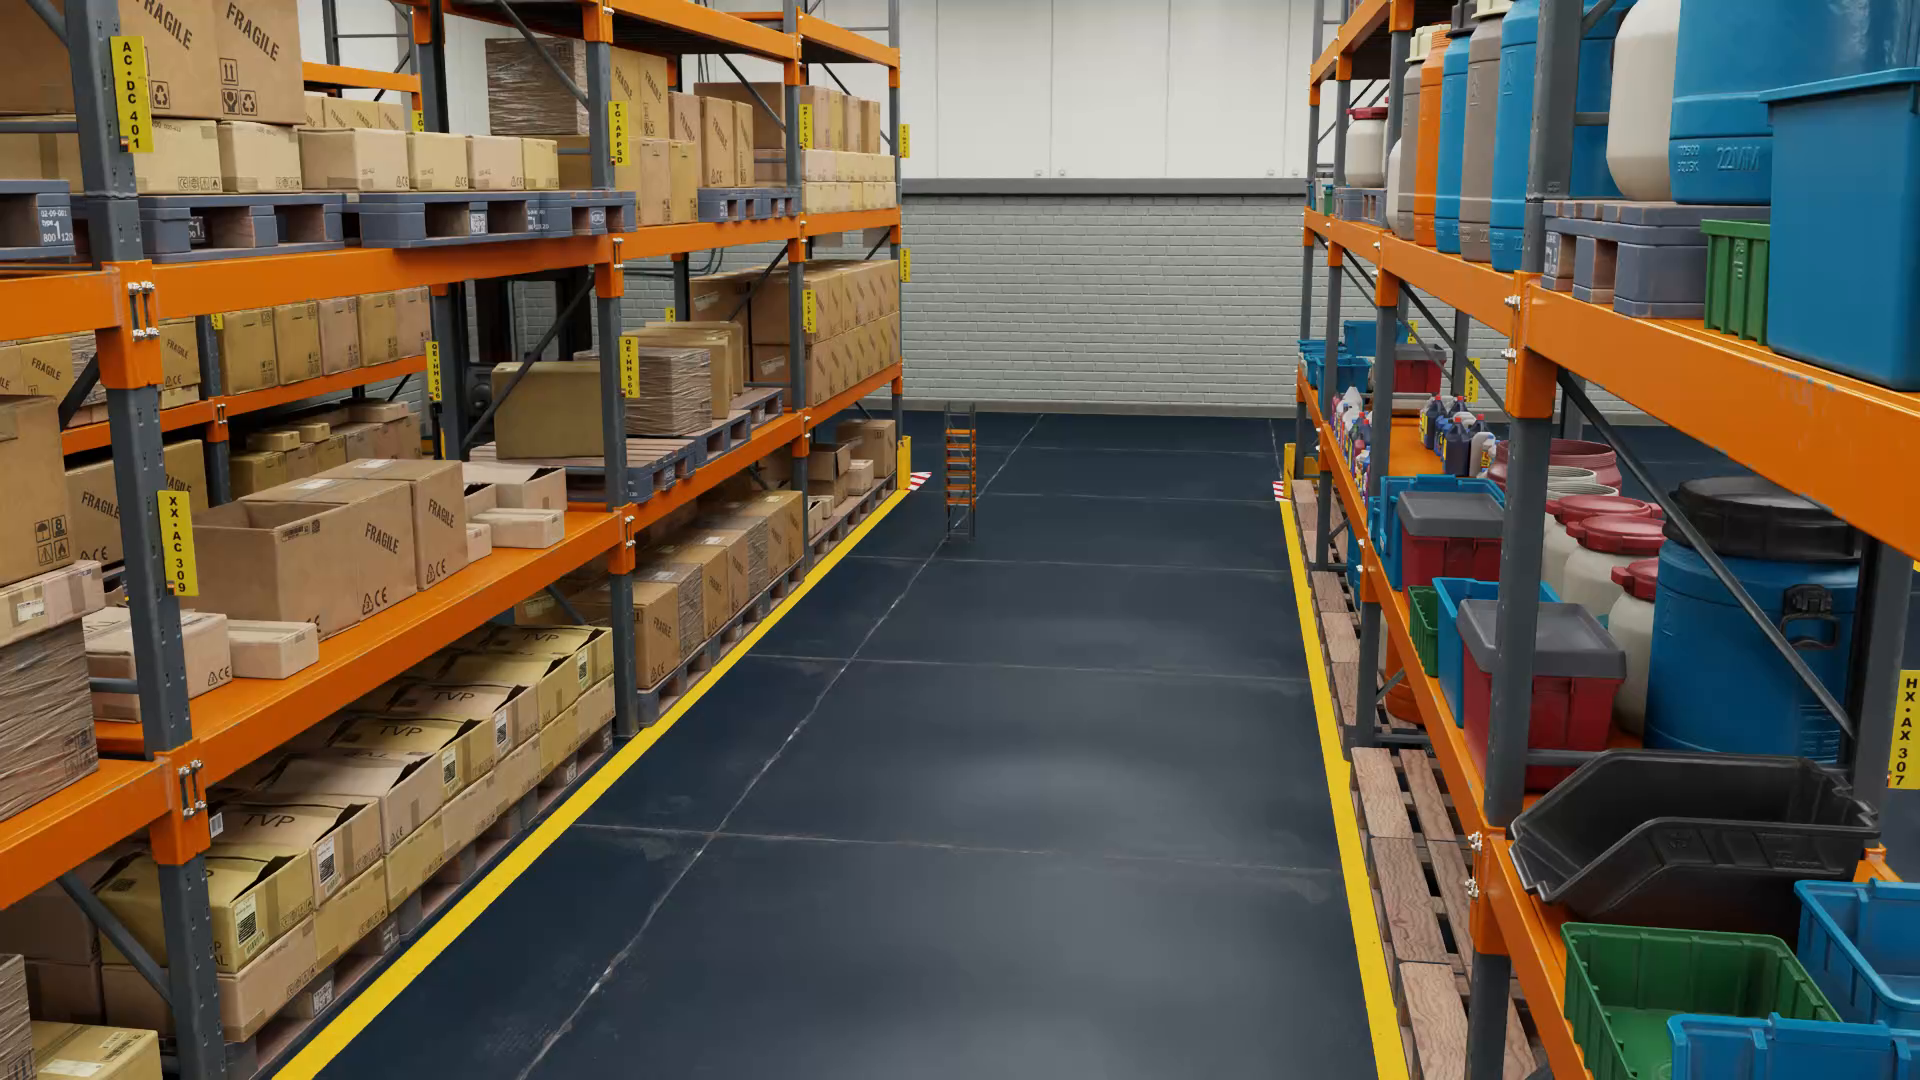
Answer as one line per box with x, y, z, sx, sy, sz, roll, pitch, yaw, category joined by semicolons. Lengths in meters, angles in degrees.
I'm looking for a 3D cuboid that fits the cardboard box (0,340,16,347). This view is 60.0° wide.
-6.738;-1.410;11.145;0.500;0.250;0.500;2;12;9;cardboard box

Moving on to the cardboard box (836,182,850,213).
-1.228;-2.904;14.085;0.500;0.250;0.500;2;12;9;cardboard box

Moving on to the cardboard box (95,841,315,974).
-2.628;1.242;5.809;0.500;0.311;0.500;2;12;9;cardboard box

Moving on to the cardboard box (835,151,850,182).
-1.223;-3.148;14.032;0.500;0.250;0.500;2;12;9;cardboard box

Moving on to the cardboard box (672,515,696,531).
-2.177;0.105;11.776;0.500;0.500;0.500;2;12;9;cardboard box

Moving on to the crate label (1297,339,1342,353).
3.439;-1.788;15.926;0.416;0.233;0.303;2;12;9;crate label

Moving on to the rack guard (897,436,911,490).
-1.103;-0.805;17.042;1.175;0.500;0.348;2;12;9;rack guard

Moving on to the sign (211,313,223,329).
-6.065;-1.881;13.543;0.100;0.325;0.005;2;12;9;sign

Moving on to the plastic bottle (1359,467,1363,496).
2.329;-0.349;9.465;0.097;0.201;0.097;0;12;0;plastic bottle

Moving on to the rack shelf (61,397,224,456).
-6.910;-0.602;11.873;1.077;0.370;4.000;2;12;9;rack shelf

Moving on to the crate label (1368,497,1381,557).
2.137;-0.059;8.043;0.303;0.233;0.416;2;12;9;crate label

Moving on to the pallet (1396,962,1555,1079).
2.039;1.815;5.570;1.003;0.211;1.213;2;12;9;pallet

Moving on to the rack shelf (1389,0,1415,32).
2.264;-2.185;5.930;1.077;0.370;4.000;2;12;9;rack shelf

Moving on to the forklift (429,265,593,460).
-3.581;-1.211;13.155;1.130;2.935;3.031;3;12;12;forklift

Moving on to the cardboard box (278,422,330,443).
-6.073;-0.997;15.394;0.380;0.149;0.250;2;12;7;cardboard box

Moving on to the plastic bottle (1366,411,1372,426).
2.747;-0.706;10.946;0.152;0.276;0.135;2;12;9;plastic bottle

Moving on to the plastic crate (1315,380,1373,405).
3.094;-1.185;13.384;0.437;0.125;0.590;2;12;9;plastic crate

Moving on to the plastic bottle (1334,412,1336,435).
2.689;-0.837;11.728;0.097;0.201;0.097;0;12;0;plastic bottle

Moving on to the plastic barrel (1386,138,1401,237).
2.221;-1.682;7.794;0.421;0.512;0.421;0;12;0;plastic barrel

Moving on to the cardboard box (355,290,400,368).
-6.157;-2.091;16.363;0.980;0.700;0.700;2;12;8;cardboard box

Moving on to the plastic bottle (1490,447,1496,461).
3.130;-0.428;9.665;0.097;0.271;0.097;0;12;0;plastic bottle

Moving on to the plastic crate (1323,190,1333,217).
2.953;-2.509;12.401;0.450;0.188;0.662;2;12;9;plastic crate

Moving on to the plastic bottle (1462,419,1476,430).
3.256;-0.638;10.629;0.152;0.276;0.135;2;12;9;plastic bottle

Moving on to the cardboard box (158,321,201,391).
-6.424;-1.470;13.201;0.500;0.500;0.500;2;12;8;cardboard box

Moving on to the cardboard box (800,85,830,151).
-1.453;-3.416;13.493;0.700;0.500;0.500;2;12;9;cardboard box

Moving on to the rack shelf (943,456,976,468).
-0.002;-0.657;14.337;0.258;0.103;0.180;2;12;9;rack shelf

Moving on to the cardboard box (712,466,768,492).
-1.900;-0.331;13.798;0.500;0.500;0.500;2;12;9;cardboard box

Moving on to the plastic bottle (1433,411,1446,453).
3.186;-0.712;10.985;0.097;0.271;0.097;0;12;0;plastic bottle

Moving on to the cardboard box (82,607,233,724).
-2.905;0.425;5.759;0.500;0.250;0.500;3;12;12;cardboard box

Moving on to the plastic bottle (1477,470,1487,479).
2.807;-0.240;8.781;0.152;0.276;0.135;2;12;9;plastic bottle

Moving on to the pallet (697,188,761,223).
-2.033;-2.235;11.070;1.213;0.211;1.003;2;12;9;pallet

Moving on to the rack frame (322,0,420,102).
-5.987;-5.135;16.961;1.000;3.000;0.127;2;12;9;rack frame

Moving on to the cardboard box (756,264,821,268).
-1.575;-2.283;15.358;0.500;0.500;0.500;2;12;9;cardboard box

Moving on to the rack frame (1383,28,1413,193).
2.572;-3.149;7.744;1.000;3.000;0.127;2;12;9;rack frame

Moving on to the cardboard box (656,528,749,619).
-1.738;0.222;11.233;0.500;0.500;0.500;1;12;7;cardboard box

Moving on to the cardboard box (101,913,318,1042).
-2.630;1.518;5.858;0.500;0.250;0.500;2;12;7;cardboard box

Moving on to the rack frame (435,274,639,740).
-2.322;-0.377;9.124;1.000;3.000;0.127;2;12;9;rack frame

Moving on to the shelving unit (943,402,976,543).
-0.002;-0.584;14.353;0.258;1.200;0.189;2;12;9;shelving unit

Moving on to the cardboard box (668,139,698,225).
-2.130;-2.199;10.219;0.910;0.500;0.500;2;12;9;cardboard box

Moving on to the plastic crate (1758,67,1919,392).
1.337;-0.416;2.221;0.392;0.384;0.575;2;12;9;plastic crate

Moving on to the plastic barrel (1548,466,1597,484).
2.625;-0.050;7.338;0.421;0.512;0.421;0;12;0;plastic barrel

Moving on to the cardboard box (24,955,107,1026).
-3.160;1.498;5.950;0.500;0.250;0.500;2;12;8;cardboard box

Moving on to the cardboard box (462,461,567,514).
-2.421;-0.259;8.789;0.500;0.311;0.500;3;12;12;cardboard box

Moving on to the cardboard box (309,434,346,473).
-6.224;-0.717;15.635;0.700;0.500;0.500;2;12;10;cardboard box

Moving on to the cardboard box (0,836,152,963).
-3.158;1.226;5.881;0.500;0.311;0.500;2;12;9;cardboard box

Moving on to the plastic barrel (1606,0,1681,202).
1.696;-1.026;3.754;0.421;0.512;0.421;0;12;0;plastic barrel

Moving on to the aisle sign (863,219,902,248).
-0.779;-3.318;16.598;0.394;0.787;0.004;2;12;9;aisle sign

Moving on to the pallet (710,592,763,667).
-1.980;0.578;11.309;1.003;0.211;1.213;2;12;9;pallet

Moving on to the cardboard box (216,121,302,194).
-2.751;-1.385;6.041;0.500;0.250;0.500;1;12;3;cardboard box

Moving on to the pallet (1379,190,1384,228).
2.786;-1.746;8.804;1.003;0.211;1.213;2;12;9;pallet

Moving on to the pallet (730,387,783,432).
-1.938;-0.953;12.253;1.003;0.211;1.213;2;12;9;pallet

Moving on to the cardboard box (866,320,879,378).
-1.050;-1.778;15.385;0.500;0.500;0.500;2;12;9;cardboard box

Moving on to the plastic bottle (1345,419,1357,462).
2.516;-0.638;10.637;0.097;0.271;0.097;0;12;0;plastic bottle

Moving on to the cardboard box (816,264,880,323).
-1.040;-2.266;15.275;0.500;0.500;0.500;2;12;10;cardboard box

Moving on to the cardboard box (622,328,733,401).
-2.044;-1.228;11.836;0.700;0.500;0.500;4;13;18;cardboard box

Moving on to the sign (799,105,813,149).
-1.158;-3.104;12.496;0.100;0.325;0.005;2;12;9;sign

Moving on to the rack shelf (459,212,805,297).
-2.015;-1.908;10.816;1.077;0.370;4.000;2;12;9;rack shelf

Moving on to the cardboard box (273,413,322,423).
-6.368;-1.122;15.978;0.380;0.149;0.250;2;12;9;cardboard box
